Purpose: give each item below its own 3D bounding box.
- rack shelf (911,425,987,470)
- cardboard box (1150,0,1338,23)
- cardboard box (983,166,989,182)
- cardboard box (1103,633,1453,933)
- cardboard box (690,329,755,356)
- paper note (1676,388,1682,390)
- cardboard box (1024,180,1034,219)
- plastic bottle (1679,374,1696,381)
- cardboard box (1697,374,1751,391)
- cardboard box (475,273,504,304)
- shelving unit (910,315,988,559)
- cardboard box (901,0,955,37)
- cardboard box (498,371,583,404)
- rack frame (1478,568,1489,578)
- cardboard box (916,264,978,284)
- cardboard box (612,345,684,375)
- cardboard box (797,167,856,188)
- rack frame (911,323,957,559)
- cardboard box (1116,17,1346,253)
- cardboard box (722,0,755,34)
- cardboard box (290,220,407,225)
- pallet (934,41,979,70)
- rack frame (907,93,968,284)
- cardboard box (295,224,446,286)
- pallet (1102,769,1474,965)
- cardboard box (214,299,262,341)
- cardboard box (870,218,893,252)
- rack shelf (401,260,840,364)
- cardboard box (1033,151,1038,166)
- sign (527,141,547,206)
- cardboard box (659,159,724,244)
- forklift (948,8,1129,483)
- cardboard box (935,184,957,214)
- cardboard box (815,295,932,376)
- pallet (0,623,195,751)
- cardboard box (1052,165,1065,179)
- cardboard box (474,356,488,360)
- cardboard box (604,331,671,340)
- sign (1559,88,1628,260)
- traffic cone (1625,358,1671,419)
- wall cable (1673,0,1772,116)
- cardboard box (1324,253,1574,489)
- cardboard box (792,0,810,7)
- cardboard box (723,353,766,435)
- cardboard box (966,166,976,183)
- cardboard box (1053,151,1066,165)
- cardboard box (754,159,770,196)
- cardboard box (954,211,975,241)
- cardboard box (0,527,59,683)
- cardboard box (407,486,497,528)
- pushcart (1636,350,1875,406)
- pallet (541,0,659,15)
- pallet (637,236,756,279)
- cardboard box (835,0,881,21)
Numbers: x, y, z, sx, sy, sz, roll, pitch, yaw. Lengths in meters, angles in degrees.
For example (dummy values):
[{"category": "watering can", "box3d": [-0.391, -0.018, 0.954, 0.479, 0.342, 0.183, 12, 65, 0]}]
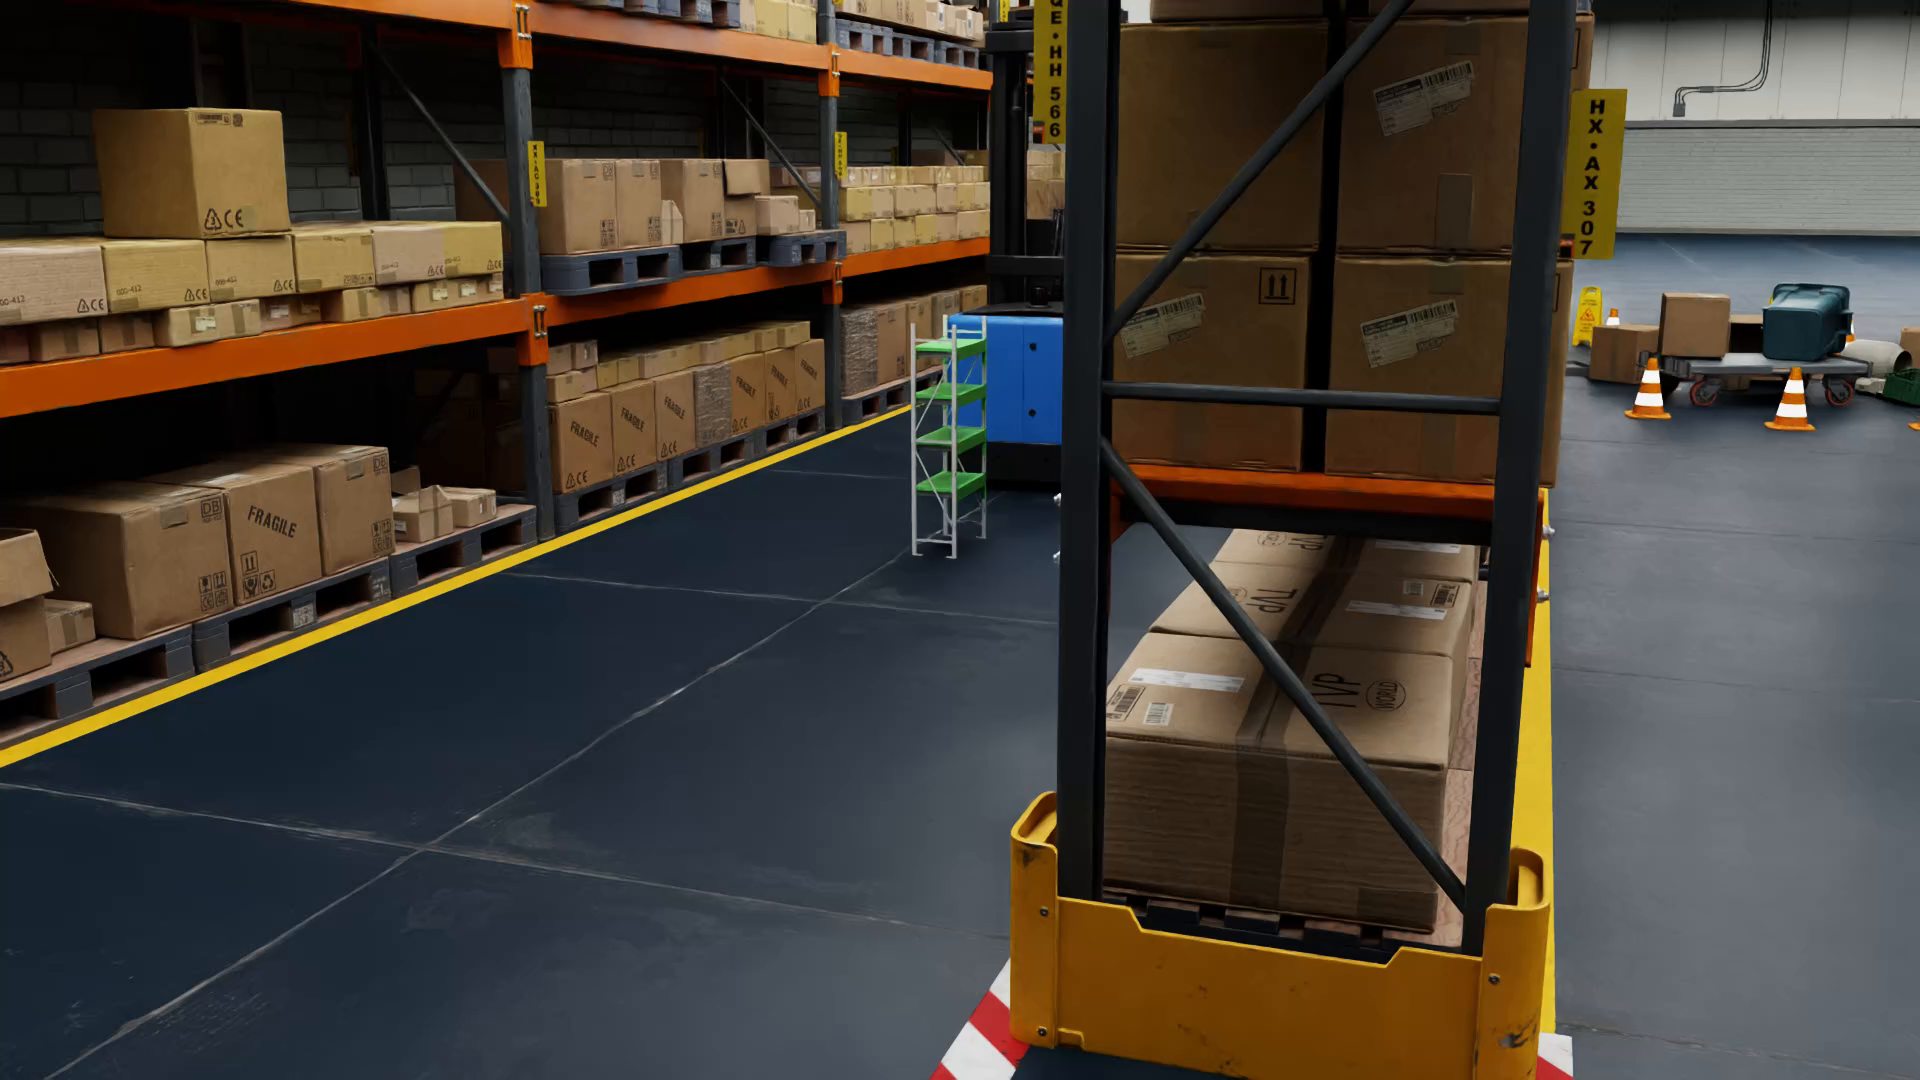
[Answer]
[{"category": "rack shelf", "box3d": [-0.054, -0.488, 8.716, 0.258, 0.148, 0.480, 4, 14, 18]}, {"category": "cardboard box", "box3d": [0.642, -1.238, 3.740, 0.380, 0.149, 0.250, 5, 14, 19]}, {"category": "cardboard box", "box3d": [0.252, -3.592, 16.300, 0.380, 0.149, 0.250, 4, 13, 18]}, {"category": "cardboard box", "box3d": [0.834, 0.603, 4.419, 0.875, 0.438, 0.875, 4, 13, 16]}, {"category": "cardboard box", "box3d": [-1.628, -1.352, 11.386, 0.380, 0.149, 0.250, 5, 14, 20]}, {"category": "paper note", "box3d": [6.384, -1.363, 14.891, 0.148, 0.019, 0.142, 4, 14, 18]}, {"category": "cardboard box", "box3d": [0.444, -3.413, 16.974, 0.500, 0.500, 0.500, 5, 14, 19]}, {"category": "plastic bottle", "box3d": [6.790, -1.526, 15.536, 0.133, 0.061, 0.283, 7, 15, 28]}, {"category": "cardboard box", "box3d": [6.893, -1.506, 14.989, 0.258, 0.266, 0.396, -5, 14, -21]}, {"category": "cardboard box", "box3d": [-2.552, -1.286, 8.447, 0.380, 0.149, 0.250, 5, 14, 19]}, {"category": "shelving unit", "box3d": [-0.054, -0.550, 8.702, 0.258, 1.200, 0.503, 4, 14, 18]}, {"category": "cardboard box", "box3d": [-0.352, -4.519, 14.338, 0.500, 0.311, 0.500, 4, 13, 16]}, {"category": "cardboard box", "box3d": [-2.320, -0.853, 9.199, 0.380, 0.149, 0.250, 5, 14, 21]}, {"category": "rack frame", "box3d": [2.010, -1.137, 7.230, 1.000, 3.000, 0.127, 4, 14, 18]}, {"category": "cardboard box", "box3d": [-0.123, -2.648, 16.835, 0.500, 0.250, 0.500, 5, 14, 20]}, {"category": "cardboard box", "box3d": [-1.957, -1.132, 10.423, 0.380, 0.149, 0.250, 5, 14, 20]}, {"category": "cardboard box", "box3d": [-1.012, -2.747, 12.600, 0.380, 0.149, 0.250, 5, 14, 20]}, {"category": "rack frame", "box3d": [-0.132, -0.499, 8.477, 0.240, 1.200, 0.015, 4, 14, 18]}, {"category": "cardboard box", "box3d": [0.646, -0.950, 3.938, 0.500, 0.500, 0.500, 5, 14, 20]}, {"category": "cardboard box", "box3d": [-1.654, -3.389, 10.690, 0.500, 0.250, 0.500, 4, 14, 18]}, {"category": "cardboard box", "box3d": [-3.104, -1.481, 8.404, 0.500, 0.250, 0.500, 4, 14, 18]}, {"category": "pallet", "box3d": [-0.373, -4.361, 15.042, 0.805, 0.209, 1.217, 4, 13, 16]}, {"category": "rack frame", "box3d": [-0.097, -3.178, 16.171, 0.949, 2.616, 0.053, 4, 14, 18]}, {"category": "cardboard box", "box3d": [-2.770, -1.335, 7.762, 0.500, 0.250, 0.500, 4, 14, 19]}, {"category": "pallet", "box3d": [0.900, 0.890, 4.613, 1.003, 0.211, 1.213, 4, 14, 18]}, {"category": "cardboard box", "box3d": [-3.087, -0.903, 6.769, 0.380, 0.149, 0.250, 5, 14, 20]}, {"category": "cardboard box", "box3d": [-0.852, -2.444, 13.294, 0.500, 0.250, 0.500, 4, 13, 17]}, {"category": "rack shelf", "box3d": [-2.041, -1.564, 10.717, 1.077, 0.370, 4.000, 4, 14, 18]}, {"category": "cardboard box", "box3d": [0.596, -3.953, 17.217, 0.380, 0.149, 0.250, 4, 13, 18]}, {"category": "sign", "box3d": [-2.172, -1.879, 8.532, 0.100, 0.325, 0.005, 4, 14, 18]}, {"category": "cardboard box", "box3d": [-1.899, -2.107, 10.312, 0.700, 0.500, 0.500, 4, 14, 18]}, {"category": "forklift", "box3d": [0.807, -2.045, 11.362, 1.130, 2.935, 3.031, 4, 13, 16]}, {"category": "cardboard box", "box3d": [-0.347, -3.011, 14.653, 0.500, 0.250, 0.500, 5, 14, 20]}, {"category": "cardboard box", "box3d": [-0.758, -1.793, 14.497, 0.875, 0.625, 0.625, 4, 13, 16]}, {"category": "pallet", "box3d": [-3.701, 0.524, 6.219, 1.003, 0.211, 1.213, 4, 14, 18]}, {"category": "cardboard box", "box3d": [0.956, -4.021, 18.180, 0.380, 0.149, 0.250, 4, 14, 19]}, {"category": "cardboard box", "box3d": [-2.691, -1.002, 9.853, 0.380, 0.149, 0.250, 5, 14, 19]}, {"category": "cardboard box", "box3d": [-2.188, -1.330, 11.290, 0.380, 0.149, 0.250, 4, 13, 17]}, {"category": "sign", "box3d": [1.239, -0.715, 3.254, 0.100, 0.325, 0.005, 4, 14, 18]}, {"category": "traffic cone", "box3d": [5.522, -1.223, 13.307, 0.336, 0.463, 0.334, 4, 14, 18]}, {"category": "wall cable", "box3d": [21.005, -14.676, 45.424, 2.305, 6.003, 0.169, 4, 14, 18]}, {"category": "cardboard box", "box3d": [1.142, -0.424, 3.881, 0.500, 0.500, 0.500, 4, 14, 18]}, {"category": "cardboard box", "box3d": [-1.281, -3.828, 11.718, 0.380, 0.149, 0.250, 5, 14, 20]}, {"category": "cardboard box", "box3d": [-1.666, -1.003, 11.314, 0.500, 0.500, 0.500, 5, 14, 21]}, {"category": "cardboard box", "box3d": [-0.067, -3.400, 15.460, 0.380, 0.149, 0.250, 4, 13, 18]}, {"category": "cardboard box", "box3d": [0.960, -4.164, 18.140, 0.380, 0.149, 0.250, 5, 14, 20]}, {"category": "cardboard box", "box3d": [-1.708, -2.493, 11.999, 0.500, 0.500, 0.500, 5, 14, 21]}, {"category": "cardboard box", "box3d": [-0.173, -2.874, 15.176, 0.500, 0.250, 0.500, 4, 14, 18]}, {"category": "cardboard box", "box3d": [-3.695, 0.239, 5.868, 0.797, 0.503, 0.637, 4, 13, 16]}, {"category": "cardboard box", "box3d": [-2.591, -0.170, 8.456, 0.380, 0.149, 0.250, 4, 13, 17]}, {"category": "pushcart", "box3d": [6.772, -1.390, 14.229, 1.648, 0.377, 0.936, 0, 13, -1]}, {"category": "pallet", "box3d": [-2.411, -2.997, 9.059, 1.213, 0.211, 1.003, 4, 14, 18]}, {"category": "pallet", "box3d": [-2.019, -1.833, 10.708, 1.003, 0.211, 1.213, 4, 14, 18]}, {"category": "cardboard box", "box3d": [-0.929, -4.236, 12.671, 0.500, 0.500, 0.500, 4, 14, 19]}]
